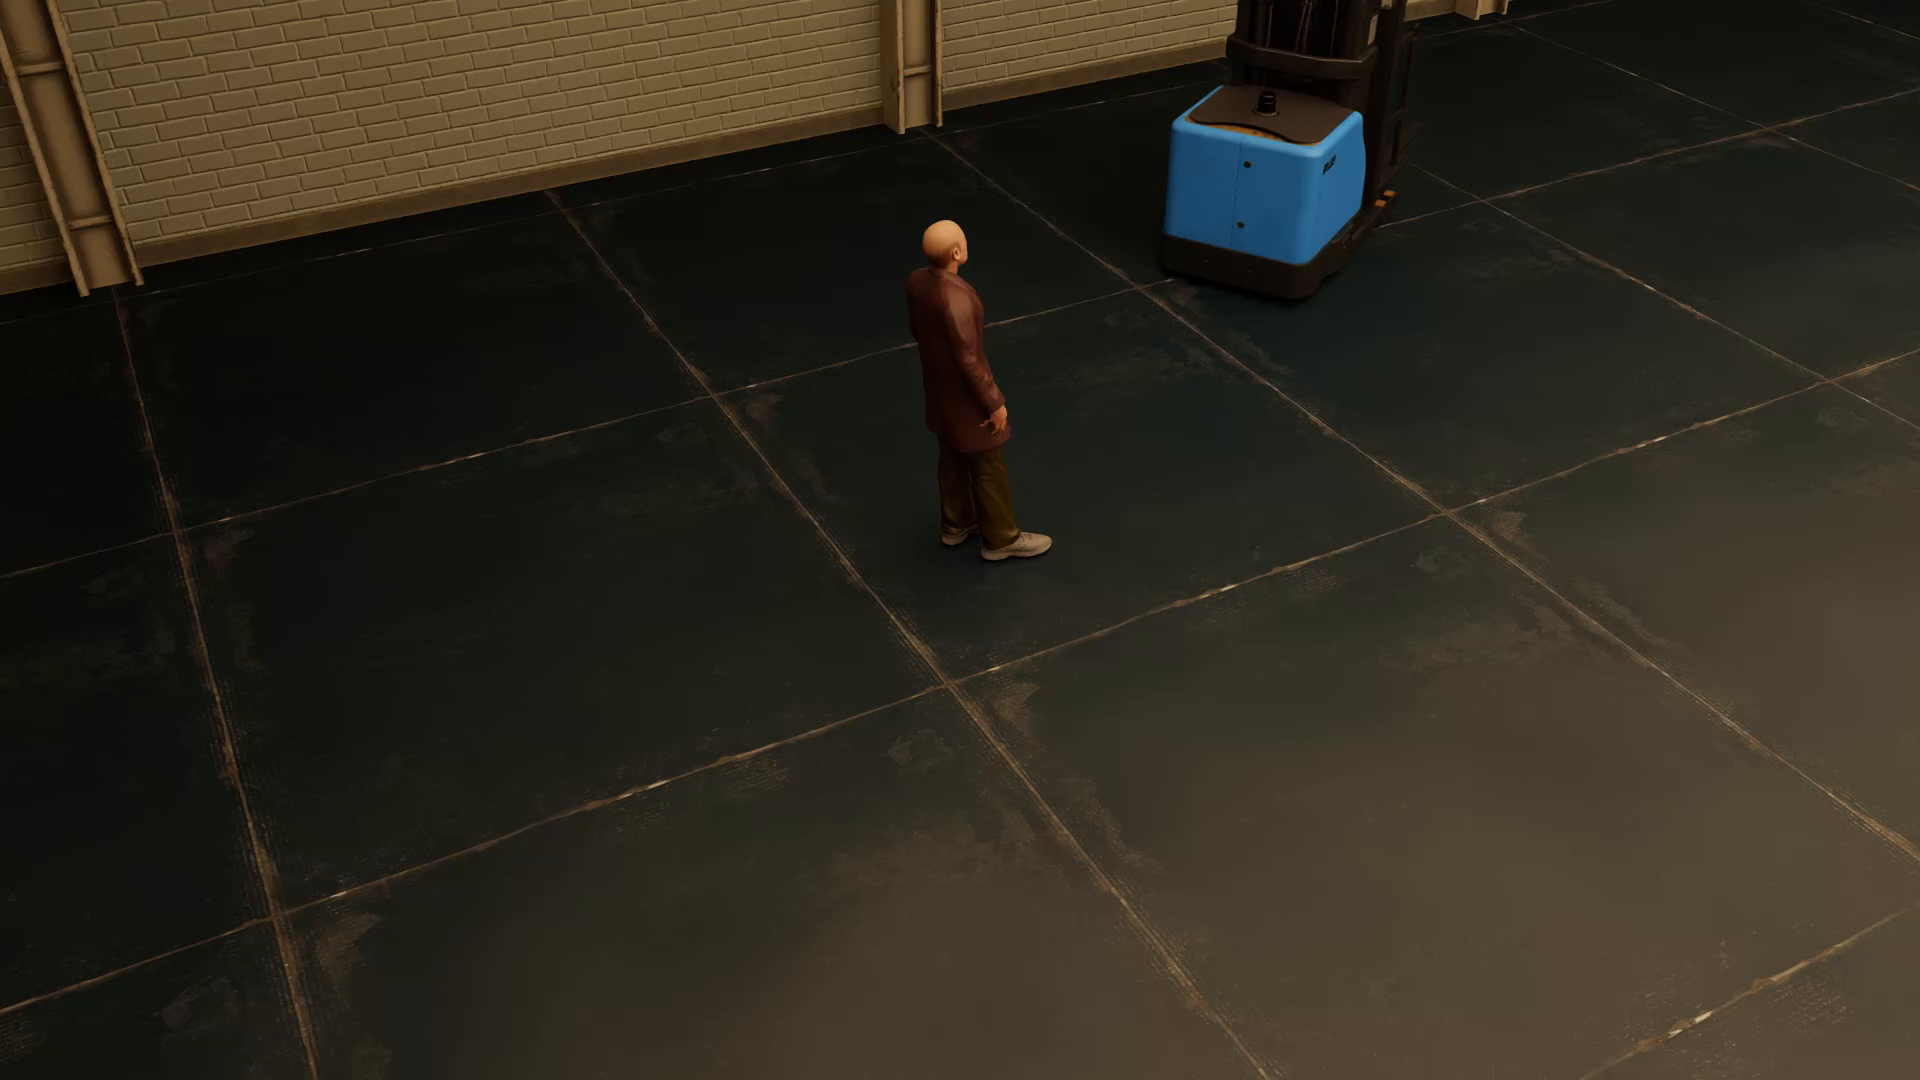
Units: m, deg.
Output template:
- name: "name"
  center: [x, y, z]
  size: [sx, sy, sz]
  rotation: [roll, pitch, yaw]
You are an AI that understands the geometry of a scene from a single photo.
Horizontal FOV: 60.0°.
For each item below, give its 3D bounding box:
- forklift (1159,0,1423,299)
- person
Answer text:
- name: "forklift"
  center: [2.516, -3.576, 11.182]
  size: [1.130, 2.935, 3.031]
  rotation: [19, 39, 24]
- name: "person"
  center: [0.082, -0.754, 8.176]
  size: [0.582, 1.776, 0.696]
  rotation: [-17, 39, -23]
